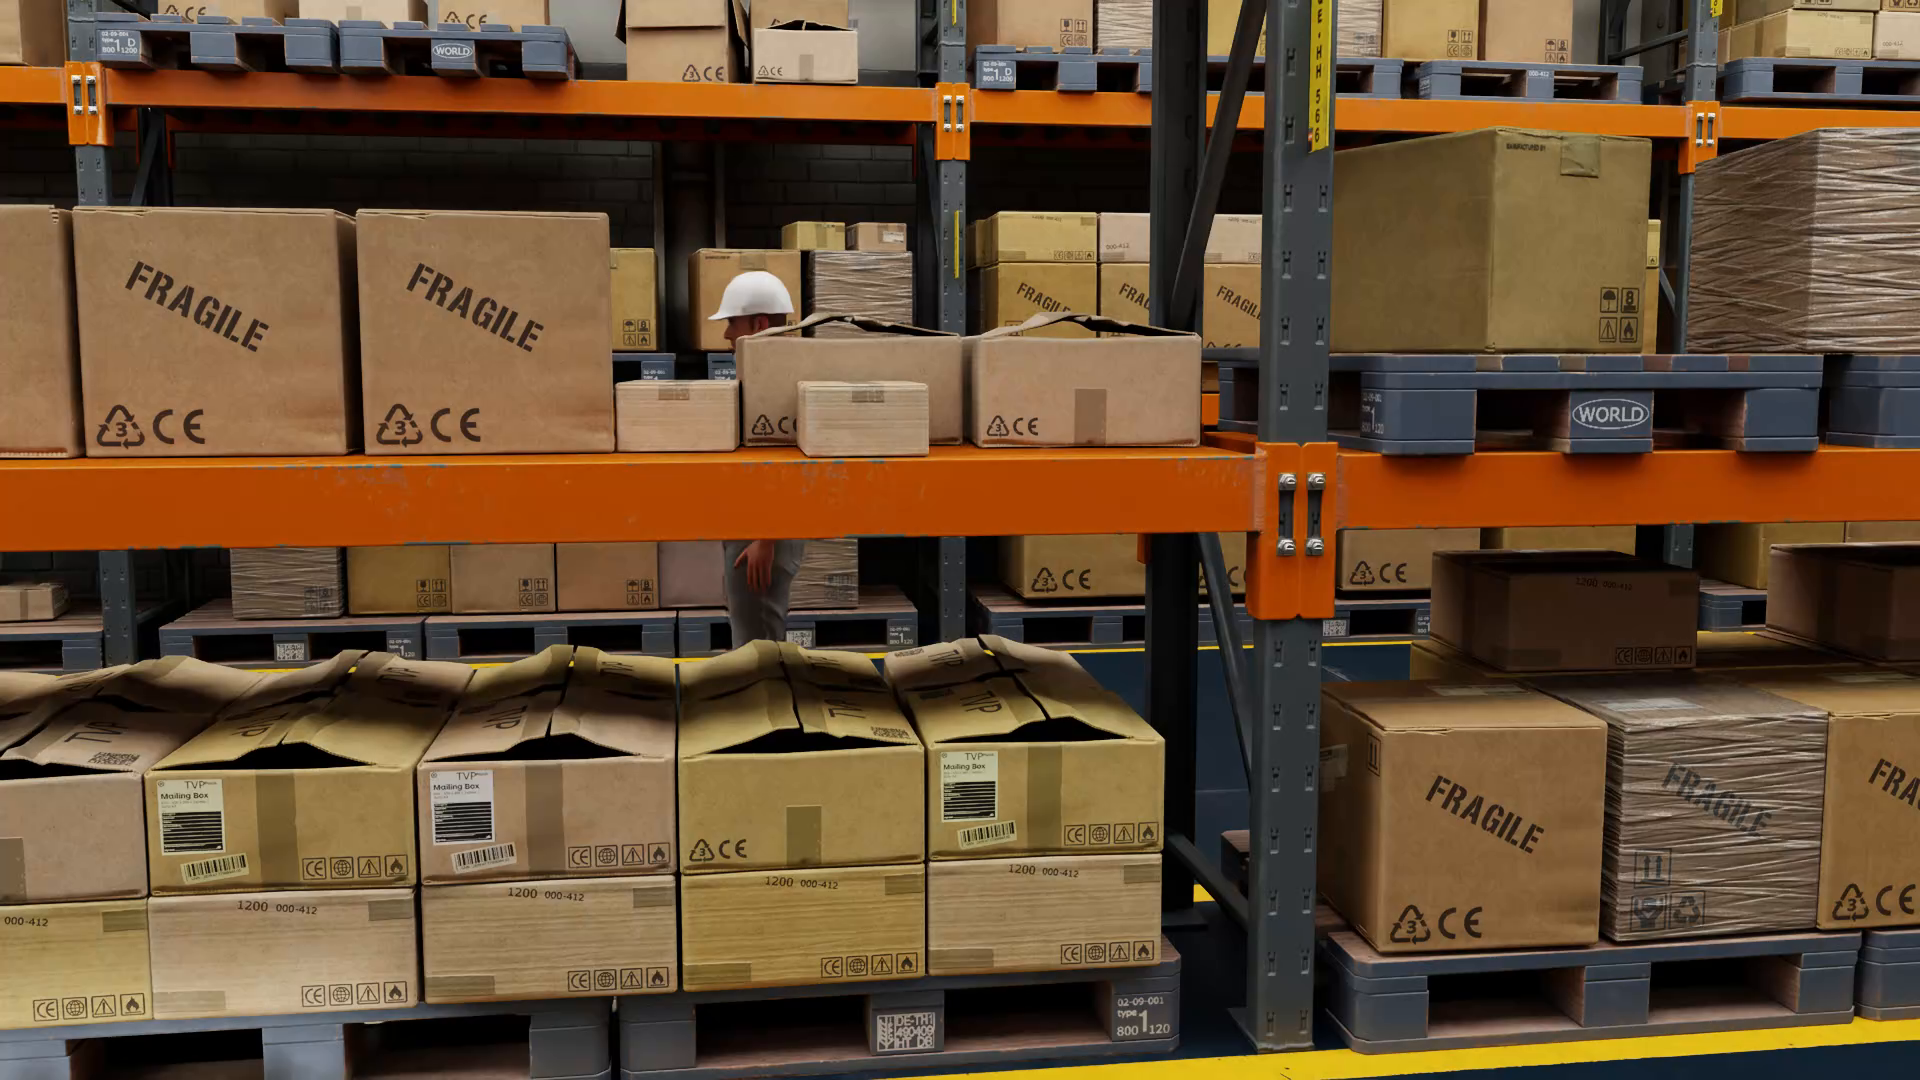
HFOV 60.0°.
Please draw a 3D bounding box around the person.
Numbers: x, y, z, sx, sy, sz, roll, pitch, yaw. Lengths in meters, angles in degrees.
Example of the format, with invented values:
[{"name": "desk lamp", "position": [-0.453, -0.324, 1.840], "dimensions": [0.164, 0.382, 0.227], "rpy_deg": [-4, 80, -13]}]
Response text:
[{"name": "person", "position": [-0.706, -0.016, 5.659], "dimensions": [0.397, 1.775, 0.536], "rpy_deg": [-1, 6, -8]}]
